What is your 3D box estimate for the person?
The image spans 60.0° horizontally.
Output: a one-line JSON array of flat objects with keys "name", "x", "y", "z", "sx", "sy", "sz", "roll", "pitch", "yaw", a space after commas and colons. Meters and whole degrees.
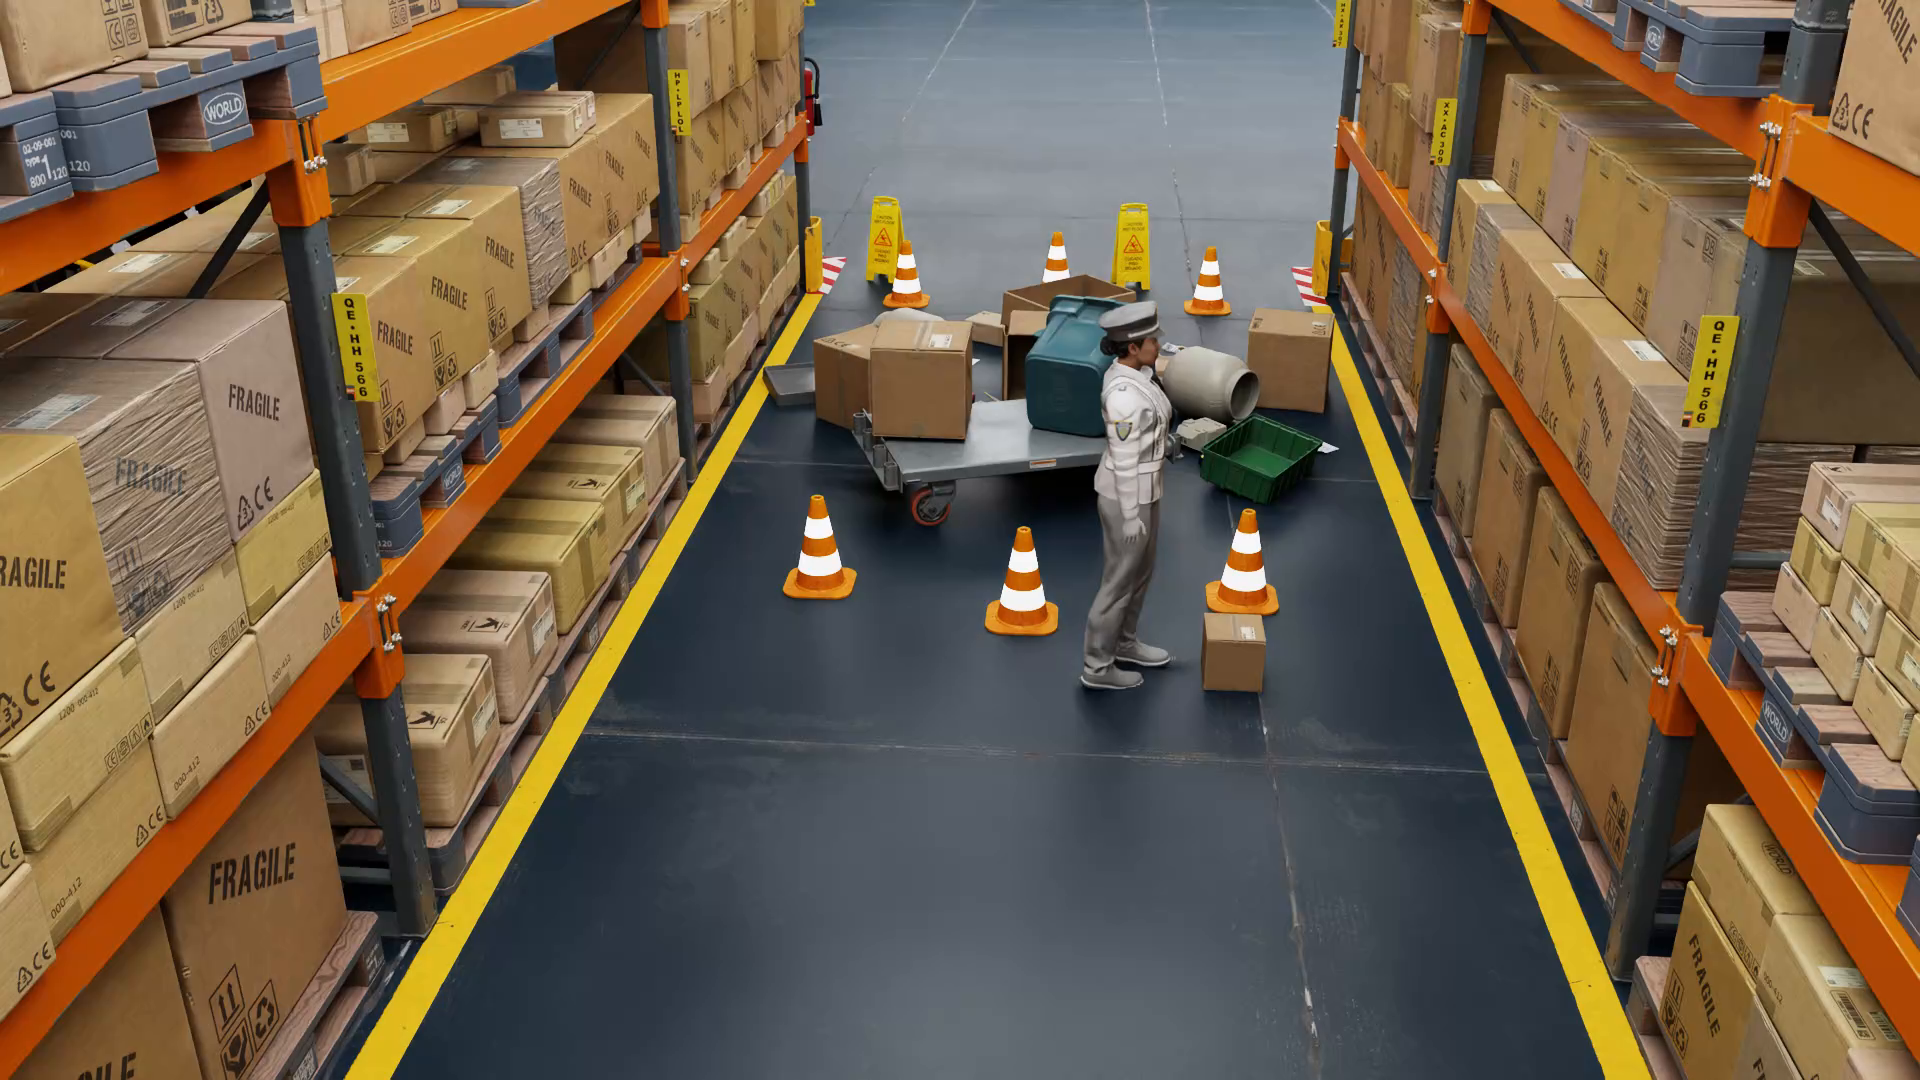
[{"name": "person", "x": 0.734, "y": -0.177, "z": 6.989, "sx": 0.383, "sy": 1.699, "sz": 0.474, "roll": 3, "pitch": 25, "yaw": 6}]
